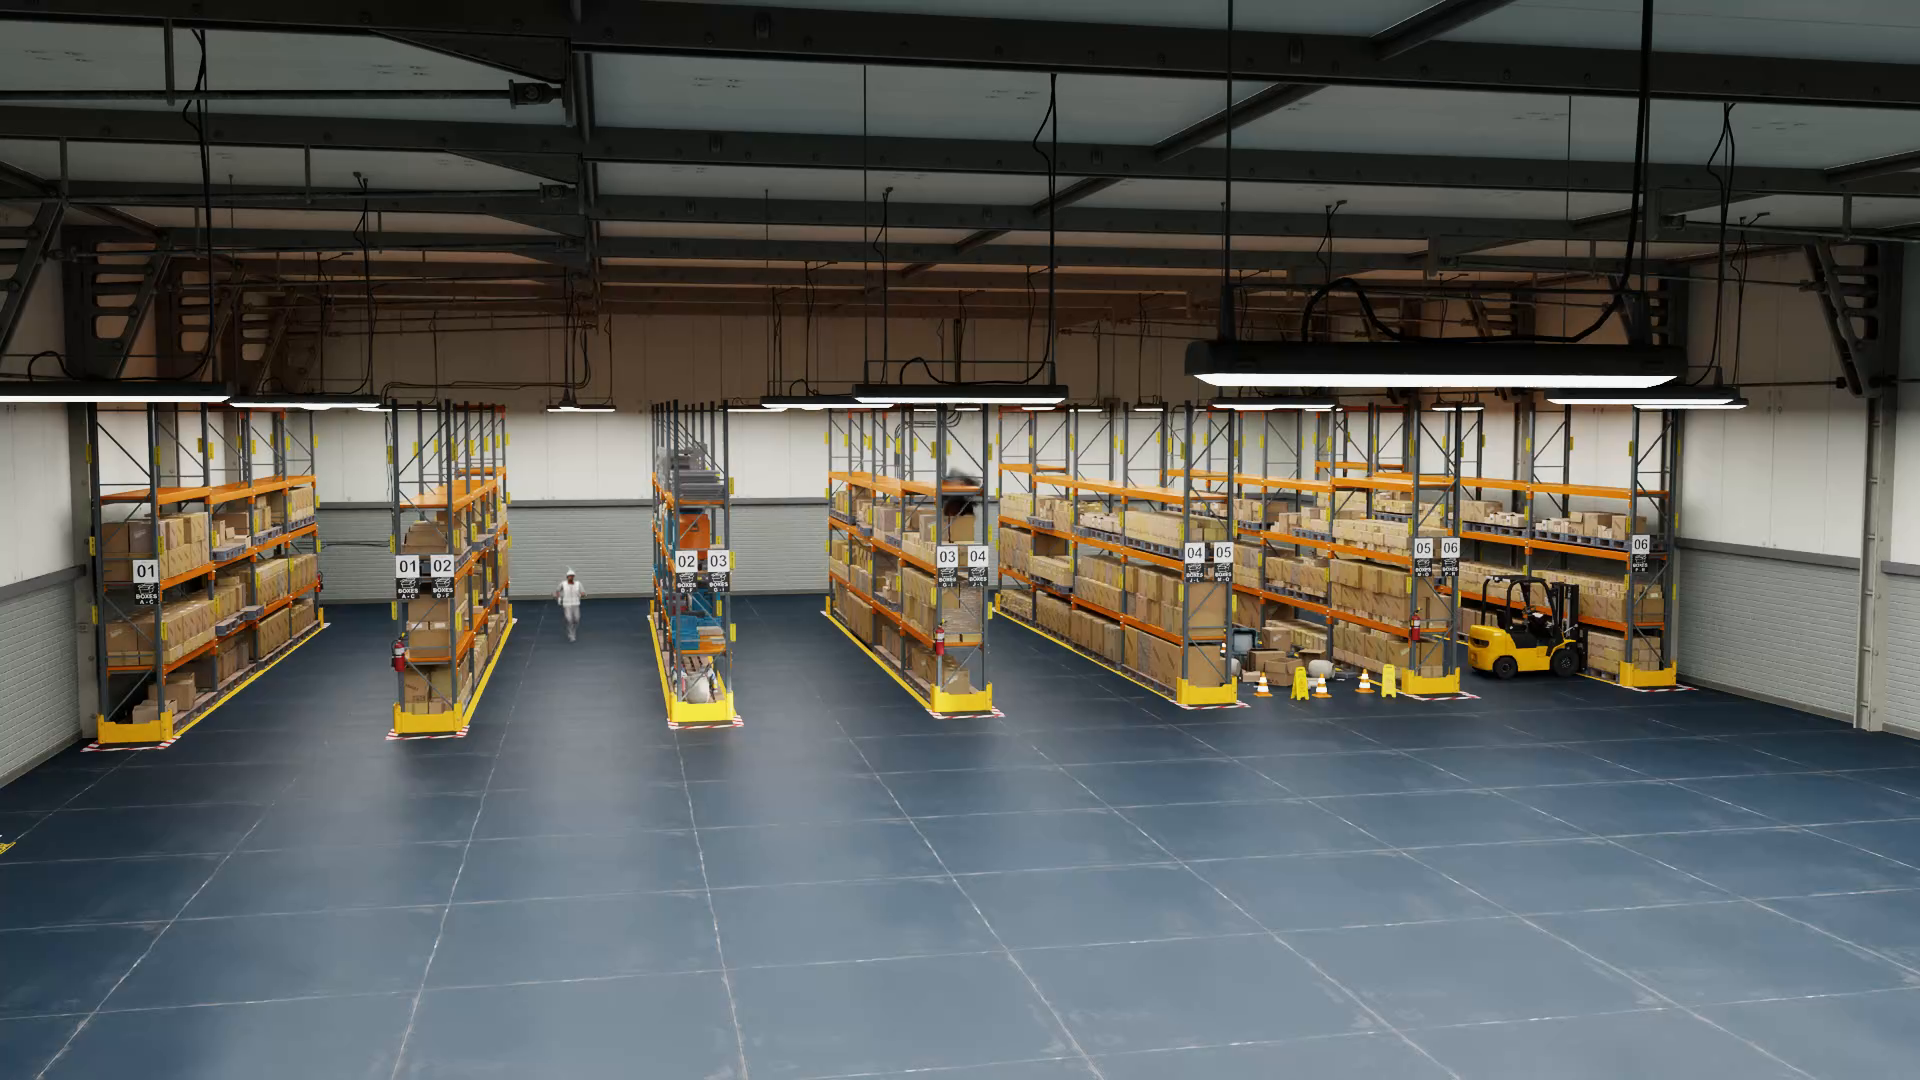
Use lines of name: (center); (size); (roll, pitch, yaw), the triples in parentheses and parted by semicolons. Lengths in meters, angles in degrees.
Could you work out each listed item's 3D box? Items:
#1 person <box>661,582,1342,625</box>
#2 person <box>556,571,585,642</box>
person: (1.367, 1.726, 41.950); (17.294, 1.691, 3.659); (-1, 4, -15)
person: (-9.815, 1.654, 42.004); (0.692, 1.763, 0.989); (-2, 5, -24)
